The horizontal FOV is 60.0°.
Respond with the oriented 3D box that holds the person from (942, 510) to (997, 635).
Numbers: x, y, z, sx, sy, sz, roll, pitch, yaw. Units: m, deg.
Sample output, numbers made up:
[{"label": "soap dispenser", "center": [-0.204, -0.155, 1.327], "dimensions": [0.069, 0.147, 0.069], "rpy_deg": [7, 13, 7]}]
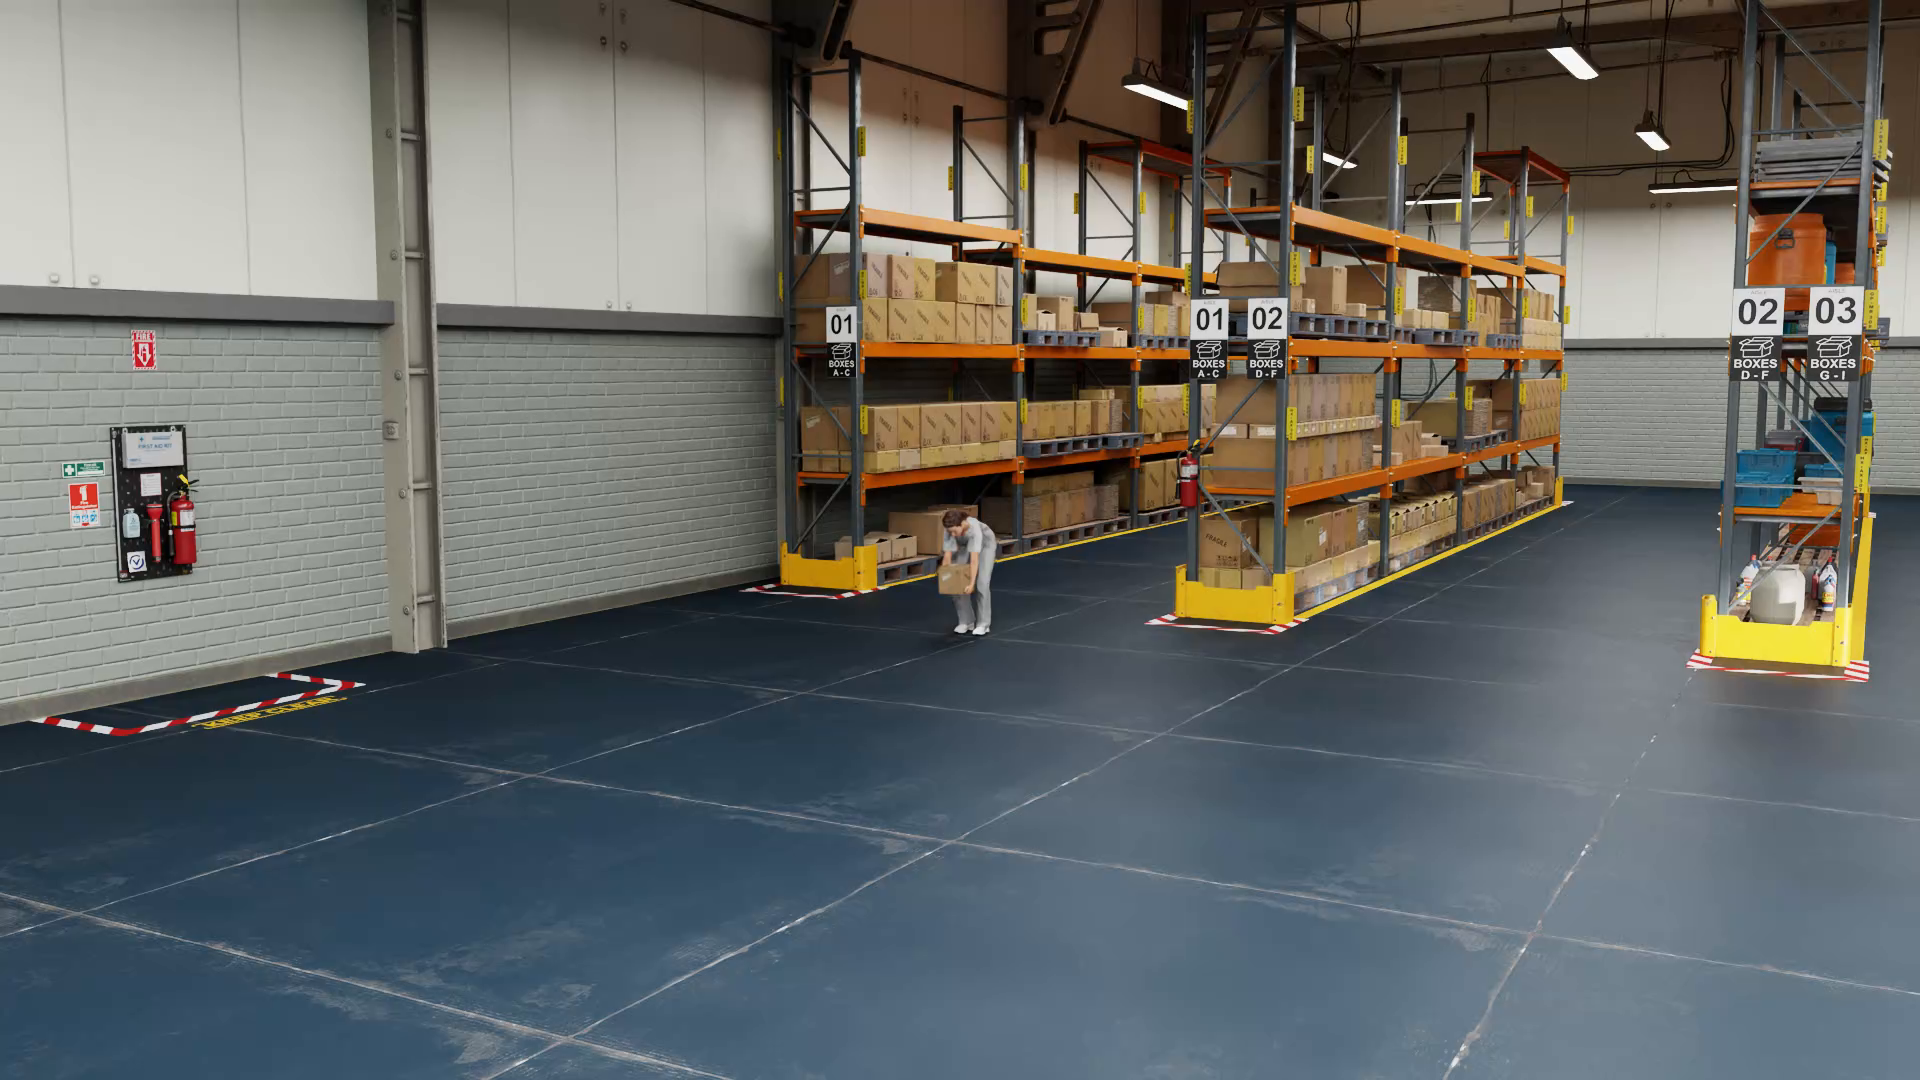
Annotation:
[{"label": "person", "center": [0.056, 0.299, 15.692], "dimensions": [0.429, 1.217, 0.836], "rpy_deg": [3, 7, 26]}]
